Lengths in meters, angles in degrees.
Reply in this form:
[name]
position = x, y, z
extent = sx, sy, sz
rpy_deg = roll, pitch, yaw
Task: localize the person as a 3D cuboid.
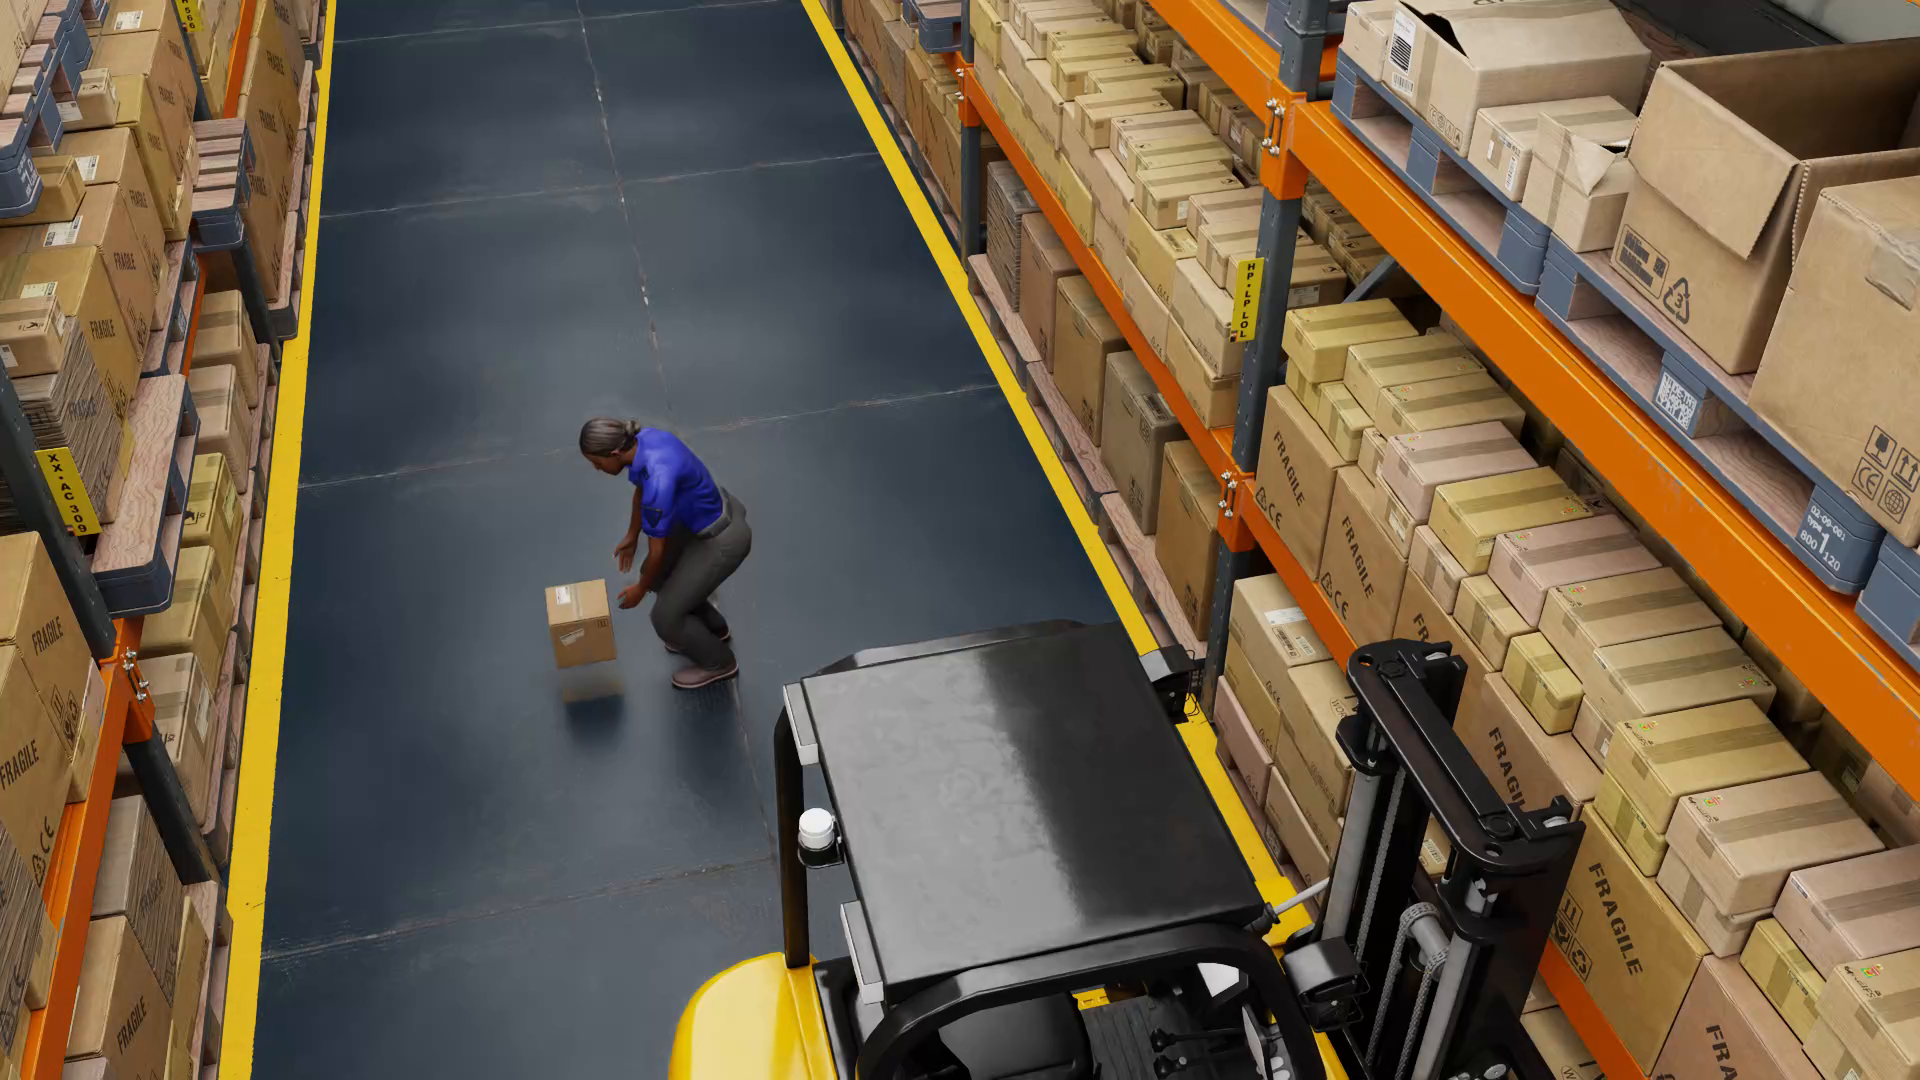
[person]
position = -1.180, 0.031, 6.924
extent = 0.635, 1.363, 0.496
rpy_deg = -9, 39, -12
